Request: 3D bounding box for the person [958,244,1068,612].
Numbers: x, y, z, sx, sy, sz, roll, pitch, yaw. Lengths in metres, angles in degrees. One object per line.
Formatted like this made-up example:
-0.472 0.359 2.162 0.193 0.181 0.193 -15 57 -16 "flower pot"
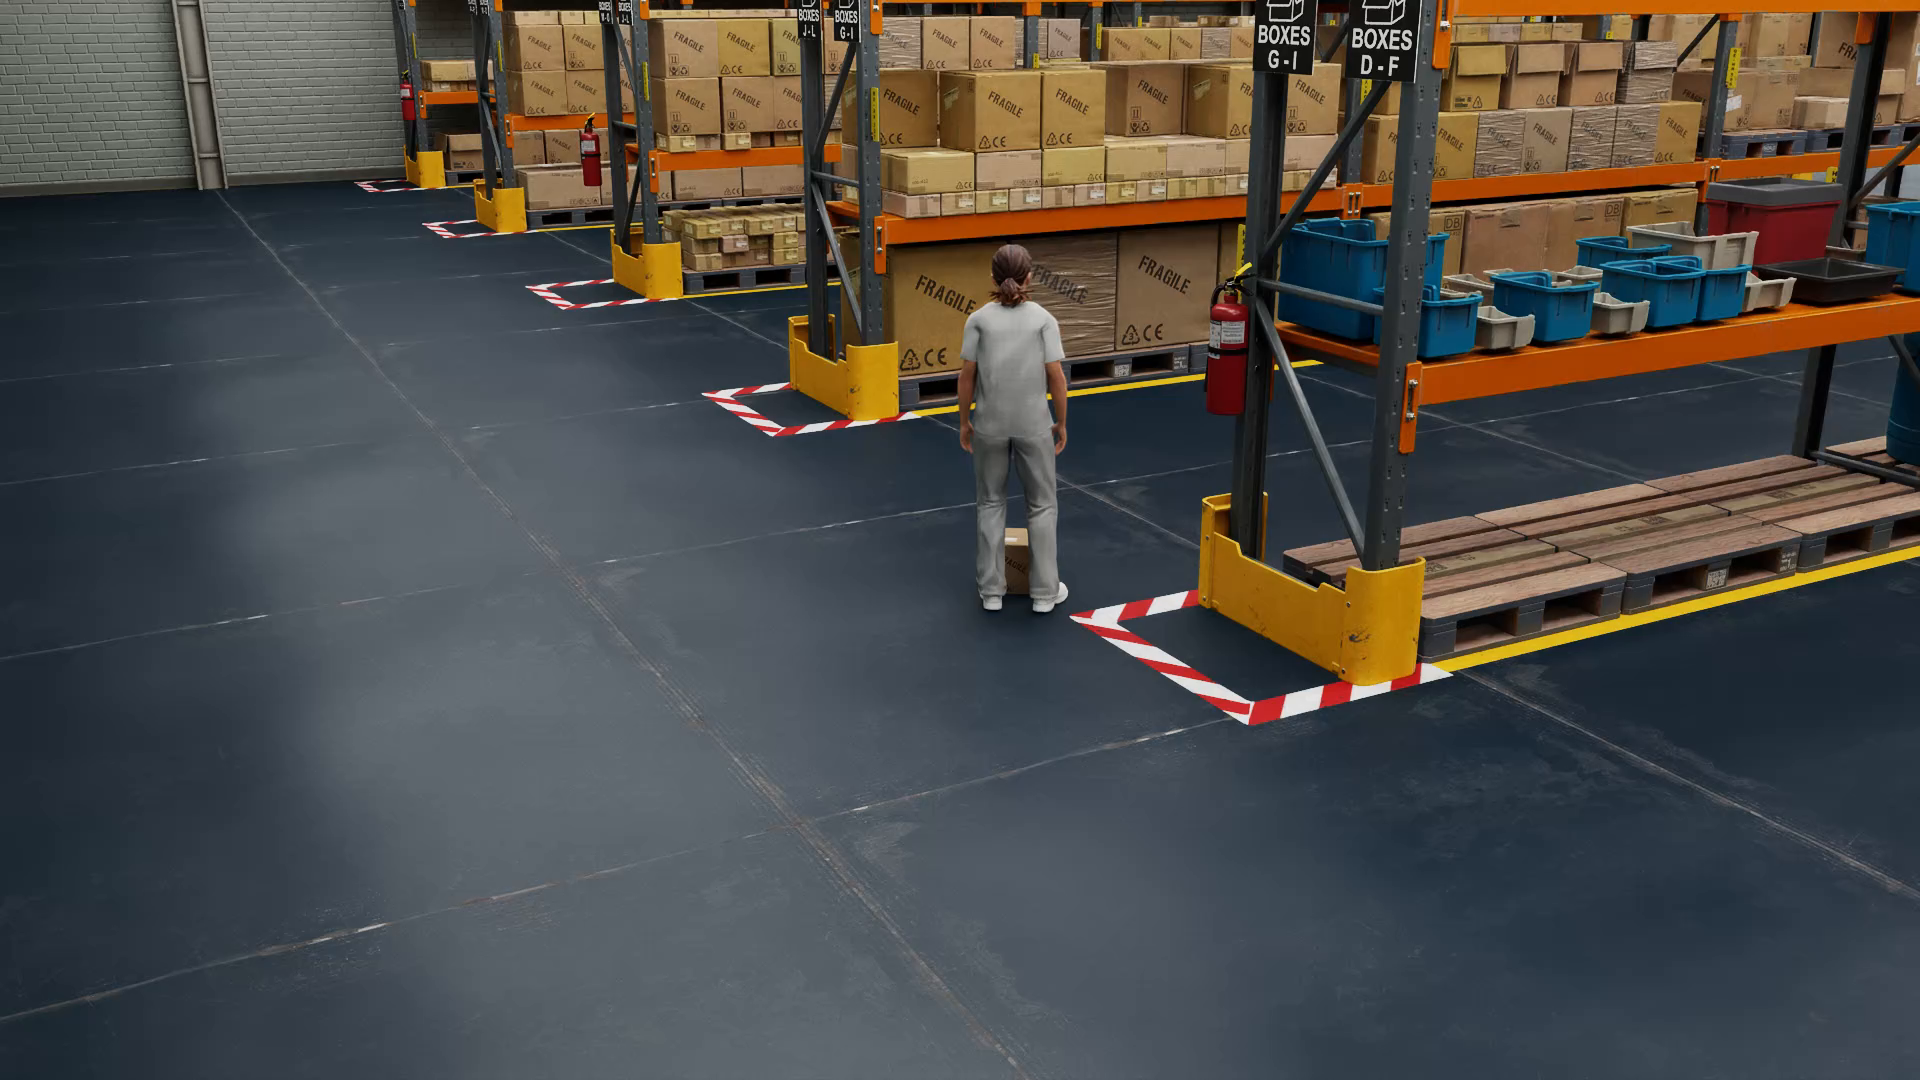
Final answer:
0.245 -0.496 7.540 0.508 1.673 0.355 2 19 7 "person"
